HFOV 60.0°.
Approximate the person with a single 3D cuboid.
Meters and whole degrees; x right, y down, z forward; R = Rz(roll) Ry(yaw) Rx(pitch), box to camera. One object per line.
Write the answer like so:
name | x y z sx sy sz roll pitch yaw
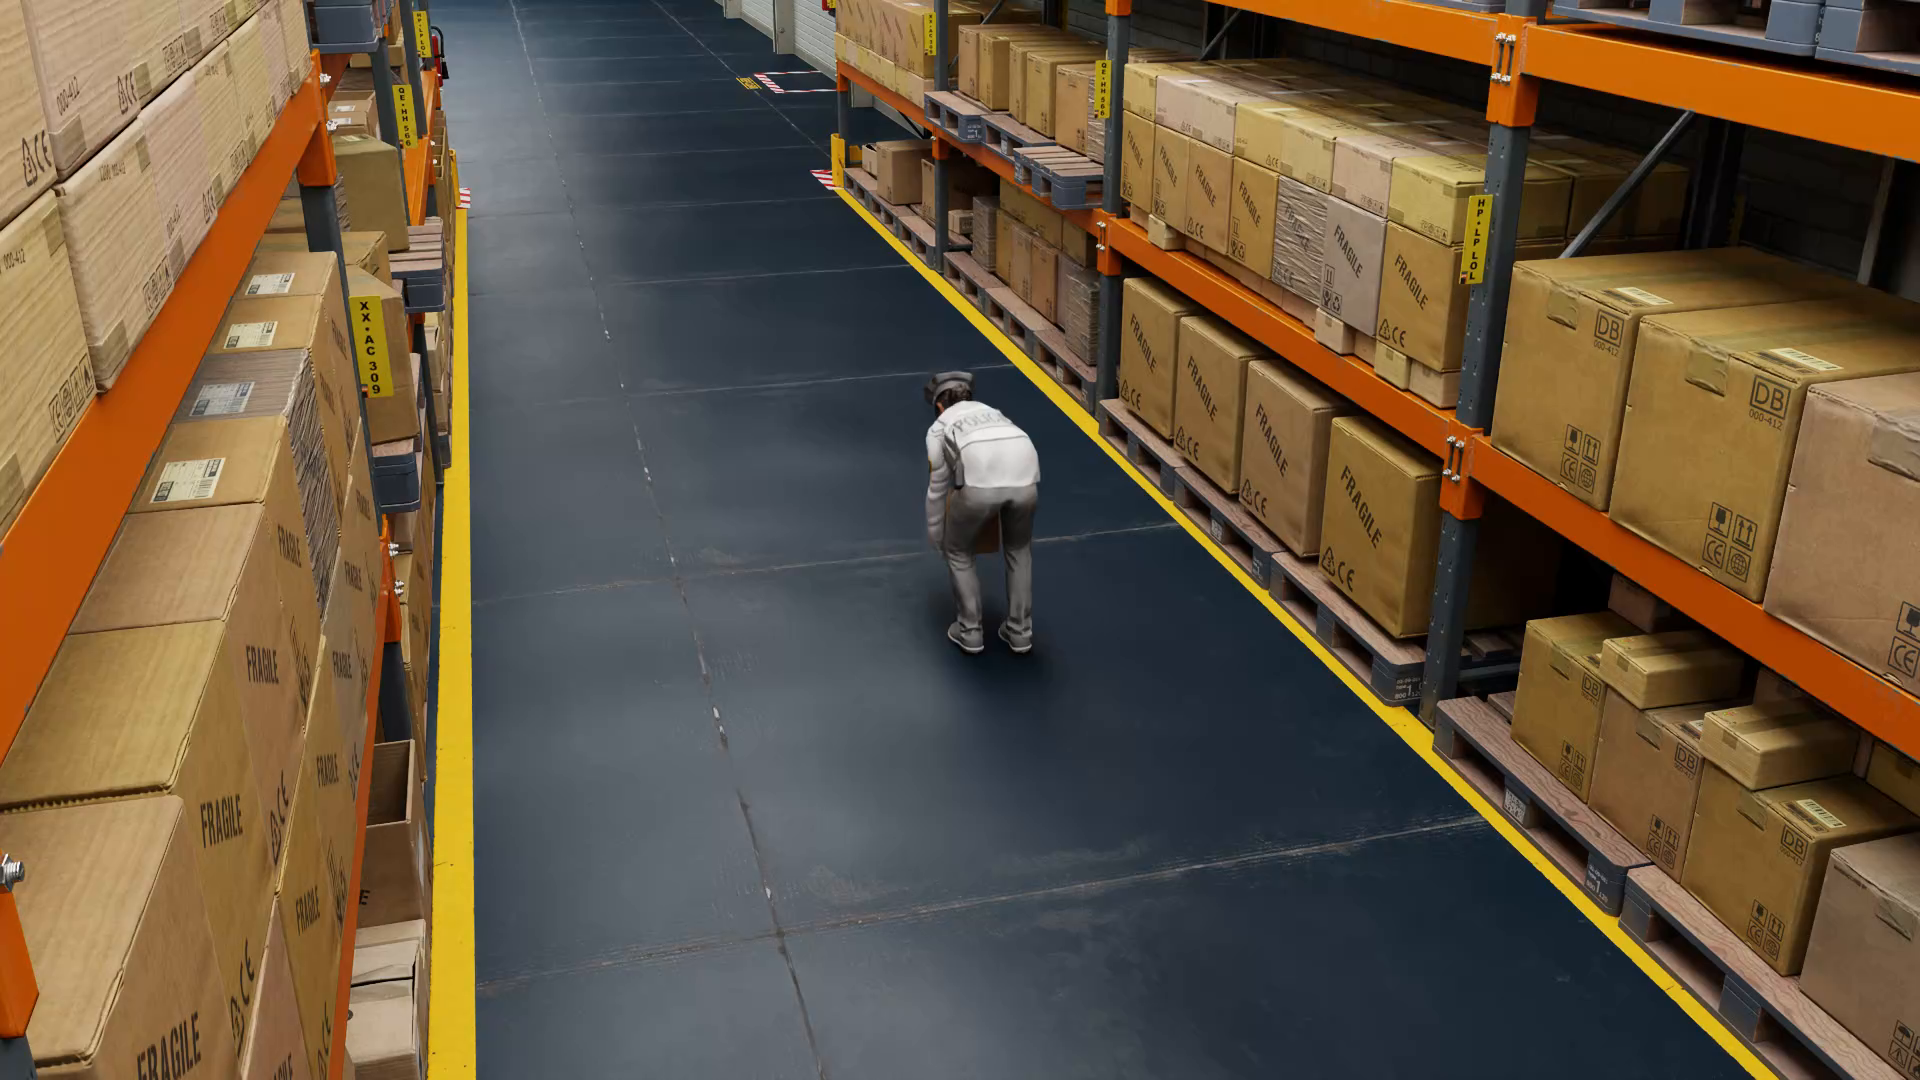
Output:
person | 0.071 -0.127 7.552 0.416 1.152 0.923 -7 24 -16
